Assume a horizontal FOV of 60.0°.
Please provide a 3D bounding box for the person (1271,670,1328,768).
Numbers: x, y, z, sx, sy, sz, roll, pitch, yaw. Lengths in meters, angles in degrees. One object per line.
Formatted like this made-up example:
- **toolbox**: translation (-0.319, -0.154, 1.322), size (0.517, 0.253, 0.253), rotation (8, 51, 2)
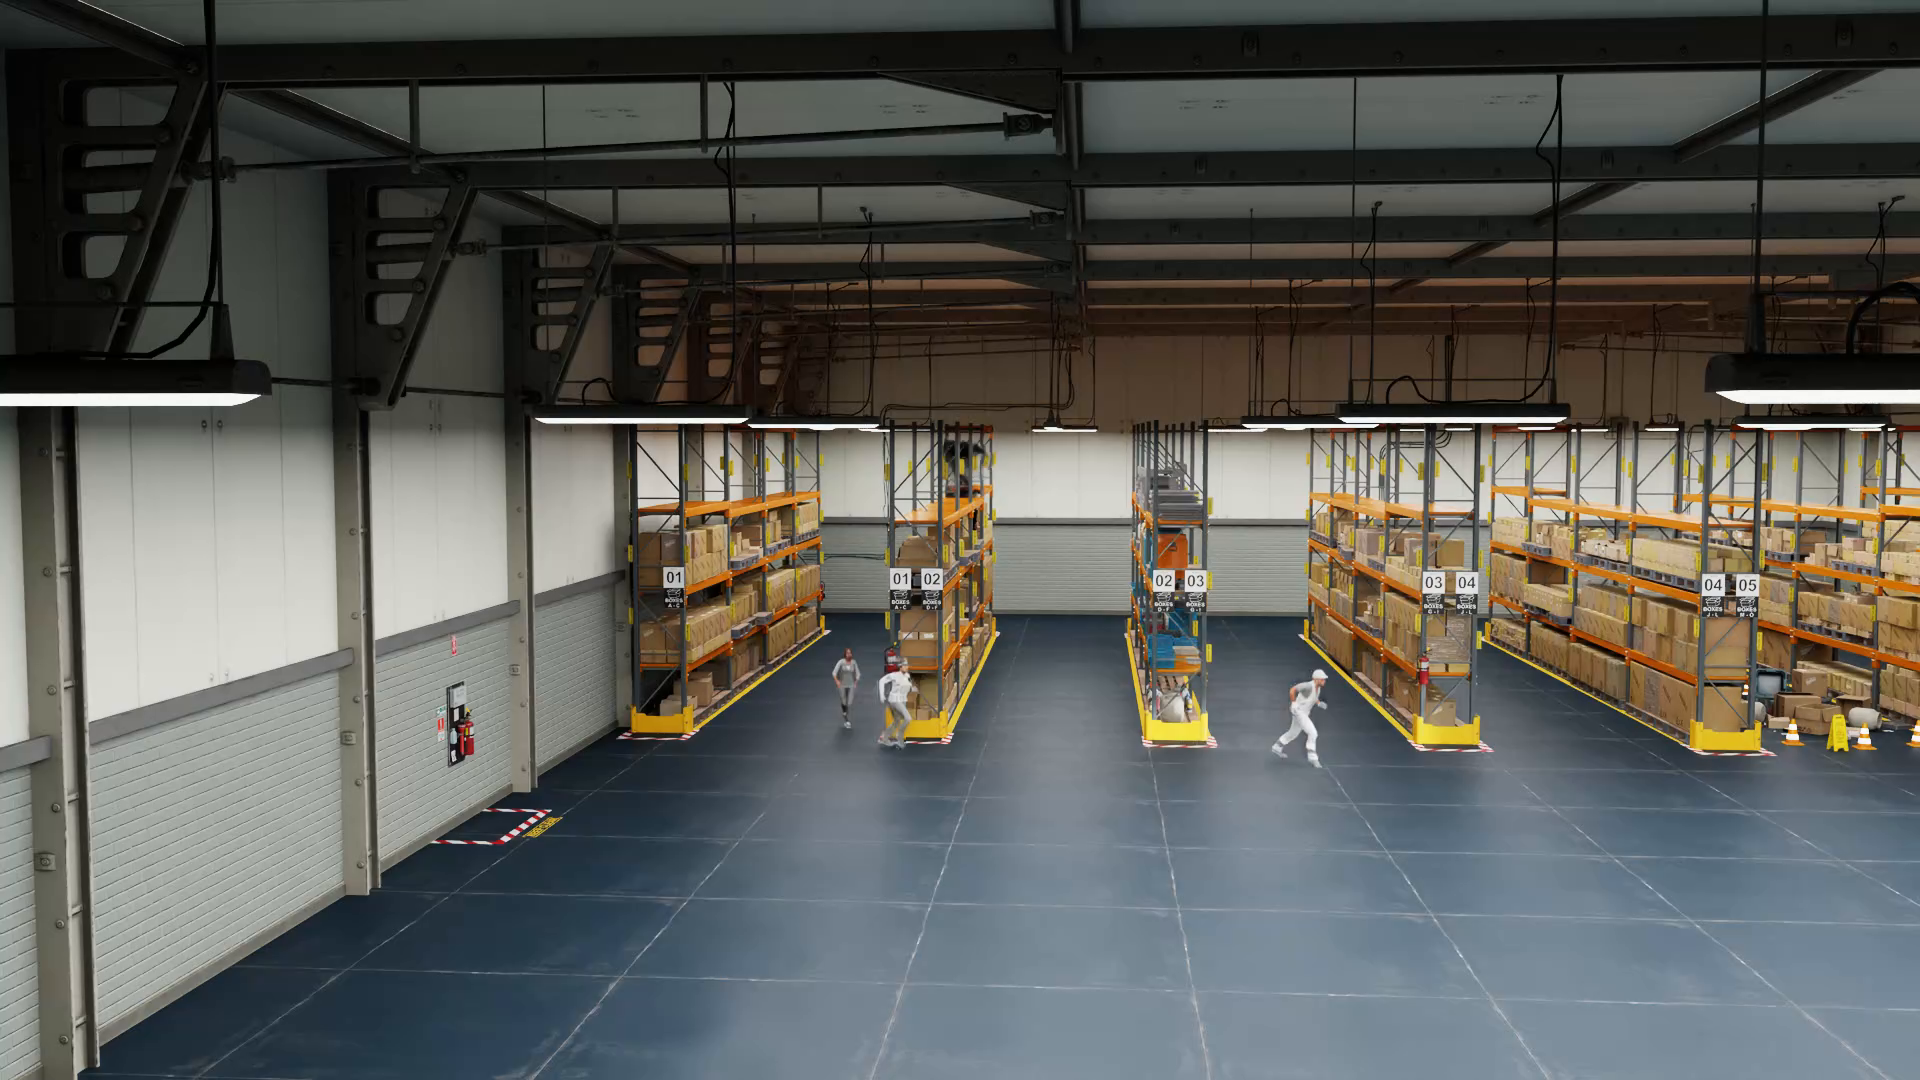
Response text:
- **person**: translation (5.870, 3.079, 28.805), size (1.053, 1.731, 0.706), rotation (3, 5, 37)

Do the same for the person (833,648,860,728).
- **person**: translation (-2.215, 2.890, 32.578), size (0.538, 1.566, 0.500), rotation (-1, 4, -11)

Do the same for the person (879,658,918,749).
- **person**: translation (-1.120, 2.962, 30.220), size (0.779, 1.662, 0.640), rotation (2, 4, 34)

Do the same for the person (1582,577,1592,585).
- **person**: translation (17.849, 1.885, 47.423), size (0.632, 1.679, 0.554), rotation (1, 4, 9)
